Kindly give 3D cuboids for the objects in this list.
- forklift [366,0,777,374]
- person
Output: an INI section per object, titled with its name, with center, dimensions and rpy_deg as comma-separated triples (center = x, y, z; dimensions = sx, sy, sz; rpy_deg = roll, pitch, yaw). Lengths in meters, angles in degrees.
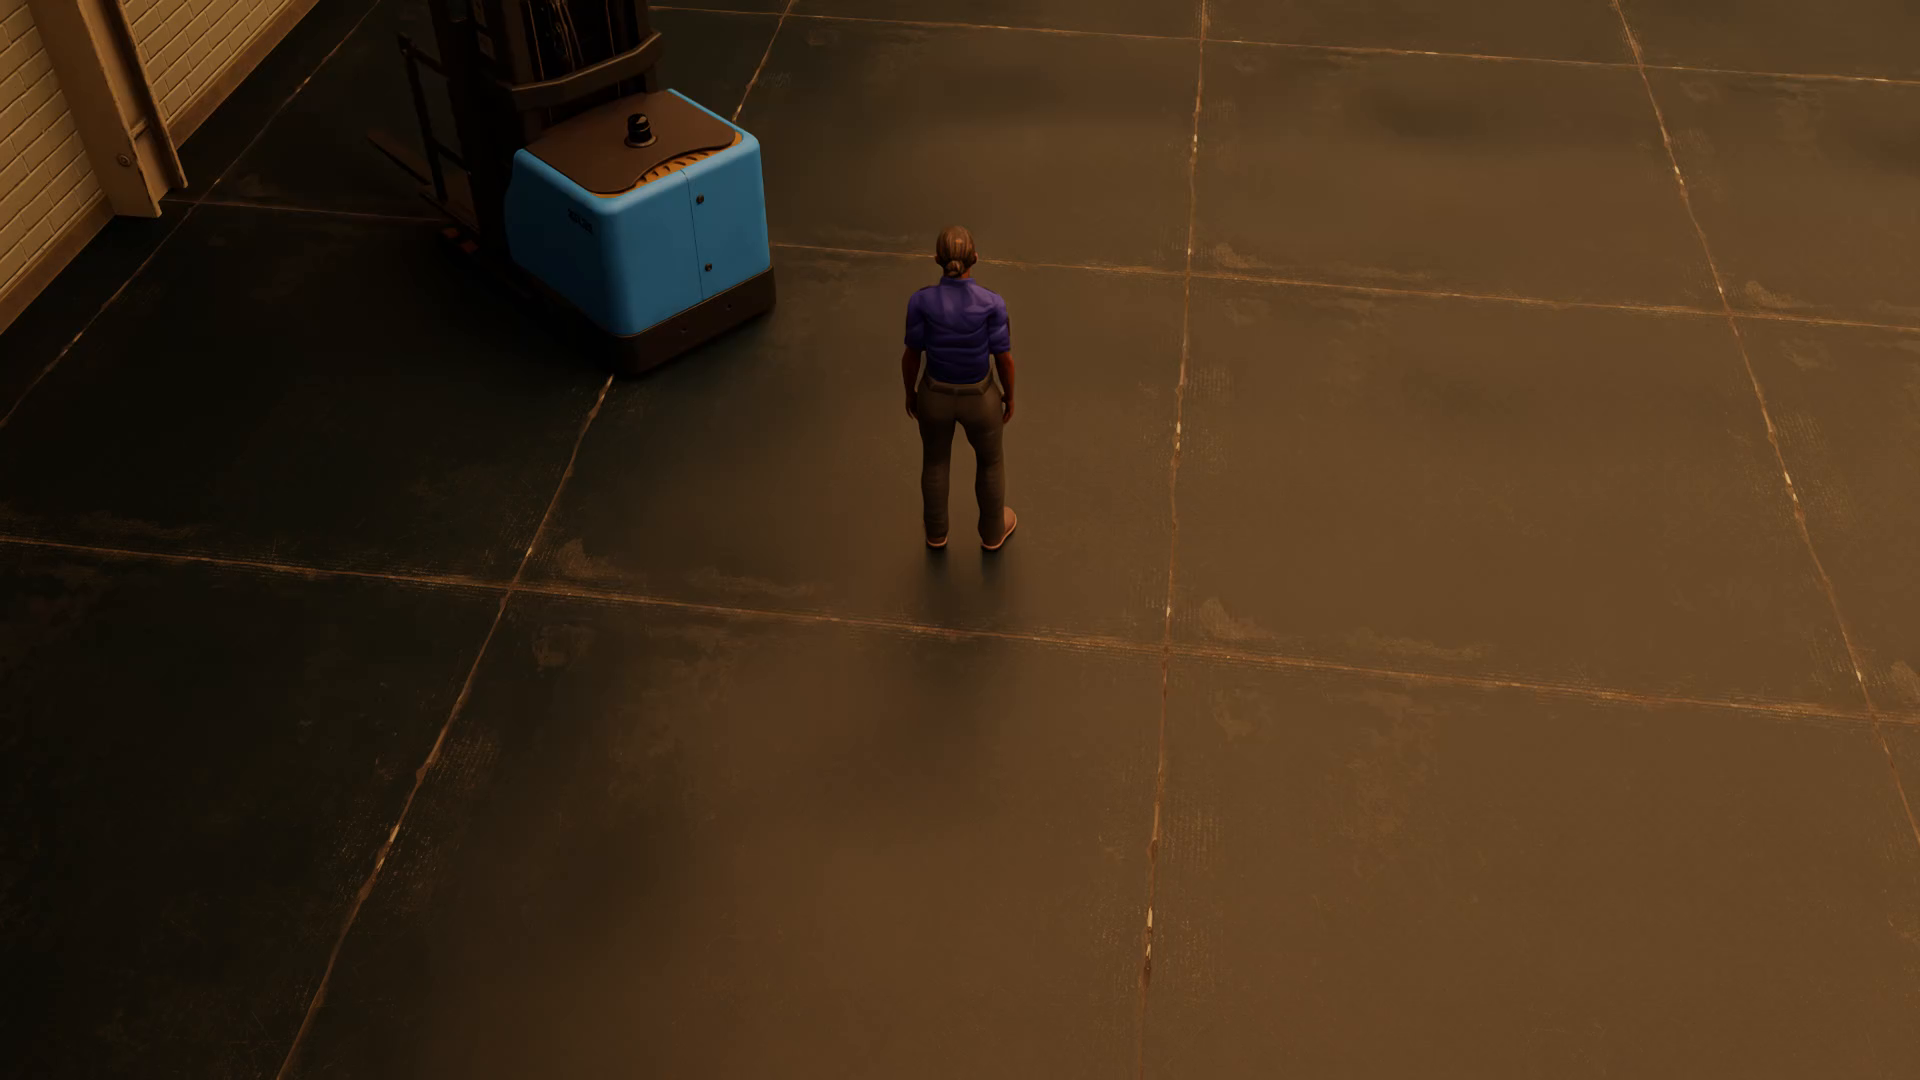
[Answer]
[forklift]
center = -2.400, -2.851, 8.828
dimensions = 1.130, 2.935, 3.031
rpy_deg = -33, 52, -31
[person]
center = 0.006, -0.634, 7.361
dimensions = 0.513, 1.654, 0.349
rpy_deg = 4, 43, 4
